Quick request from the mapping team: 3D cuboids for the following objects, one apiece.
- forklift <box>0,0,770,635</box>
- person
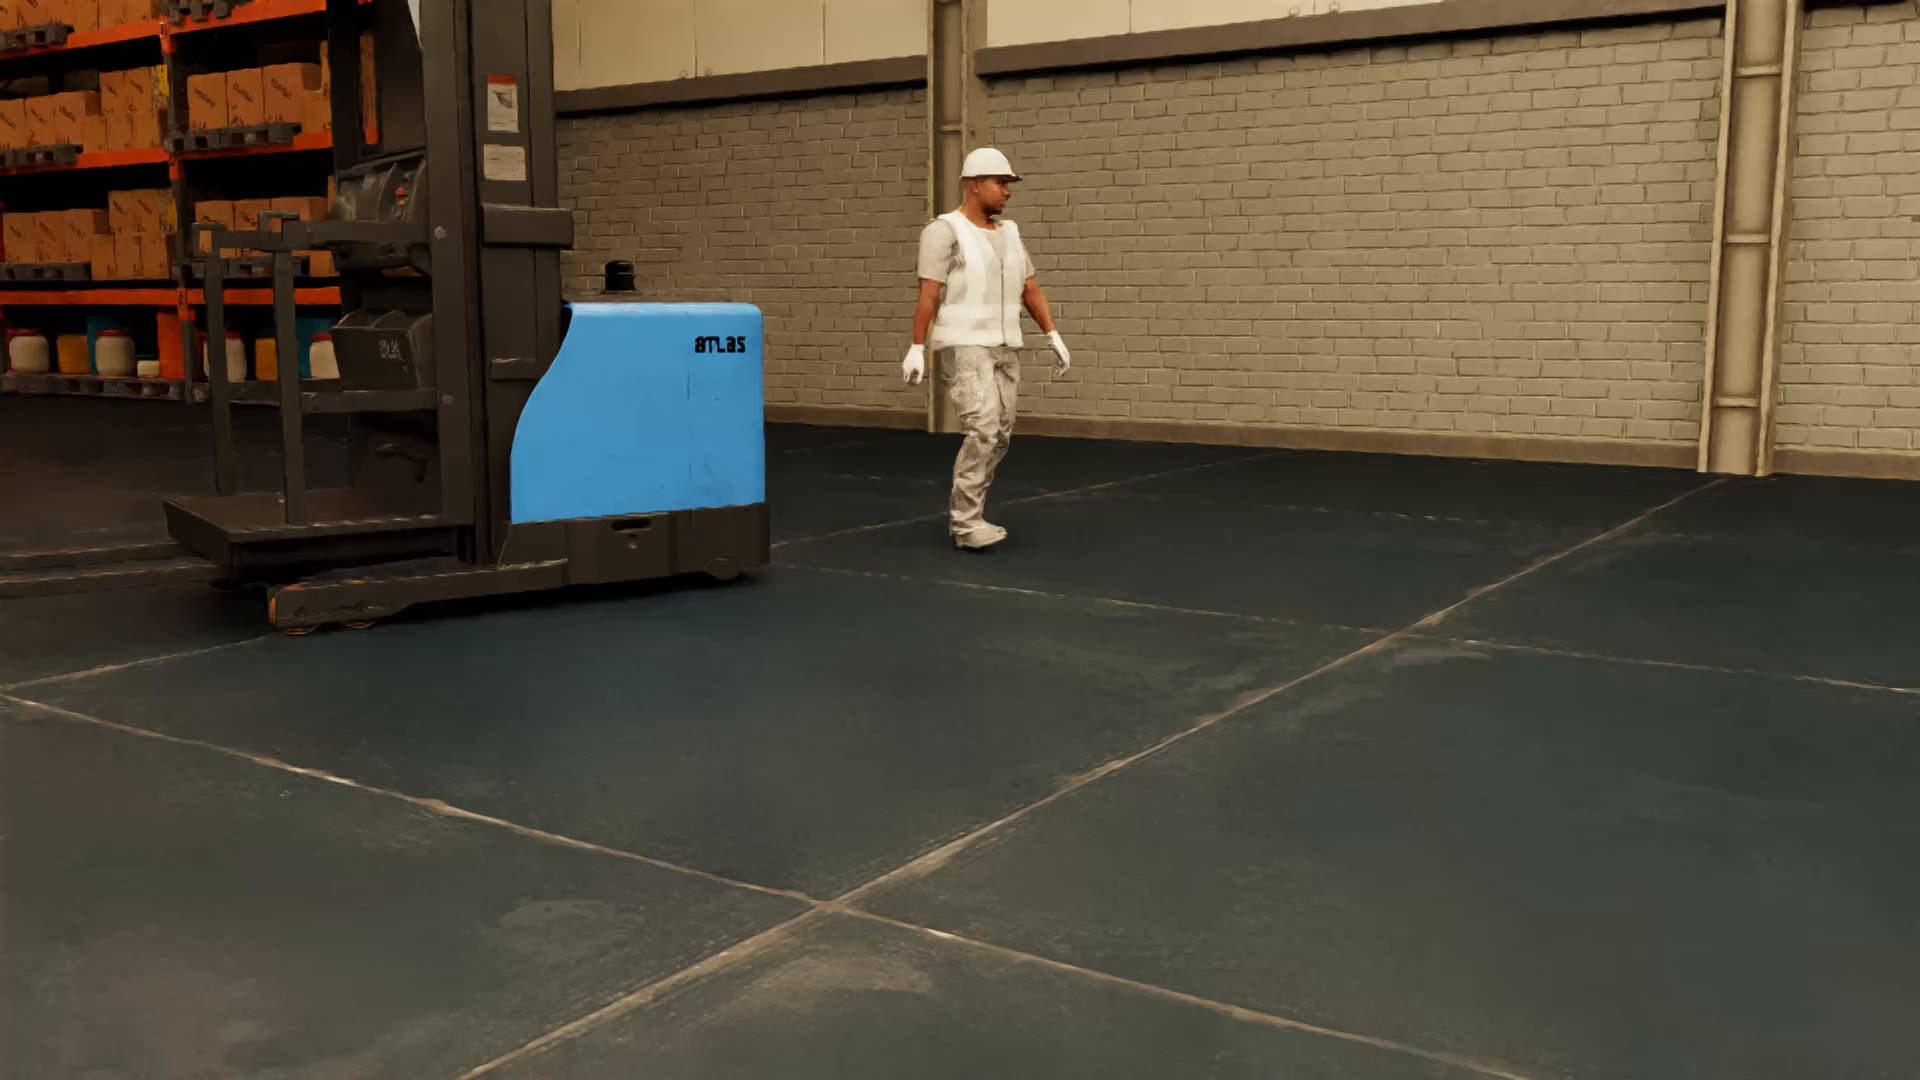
[{"bbox_3d":[-2.232,-1.224,5.800,3.031,2.935,1.130,-6,10,-35],"label":"forklift"},{"bbox_3d":[0.102,-0.843,7.379,0.587,1.755,0.707,8,11,43],"label":"person"}]
